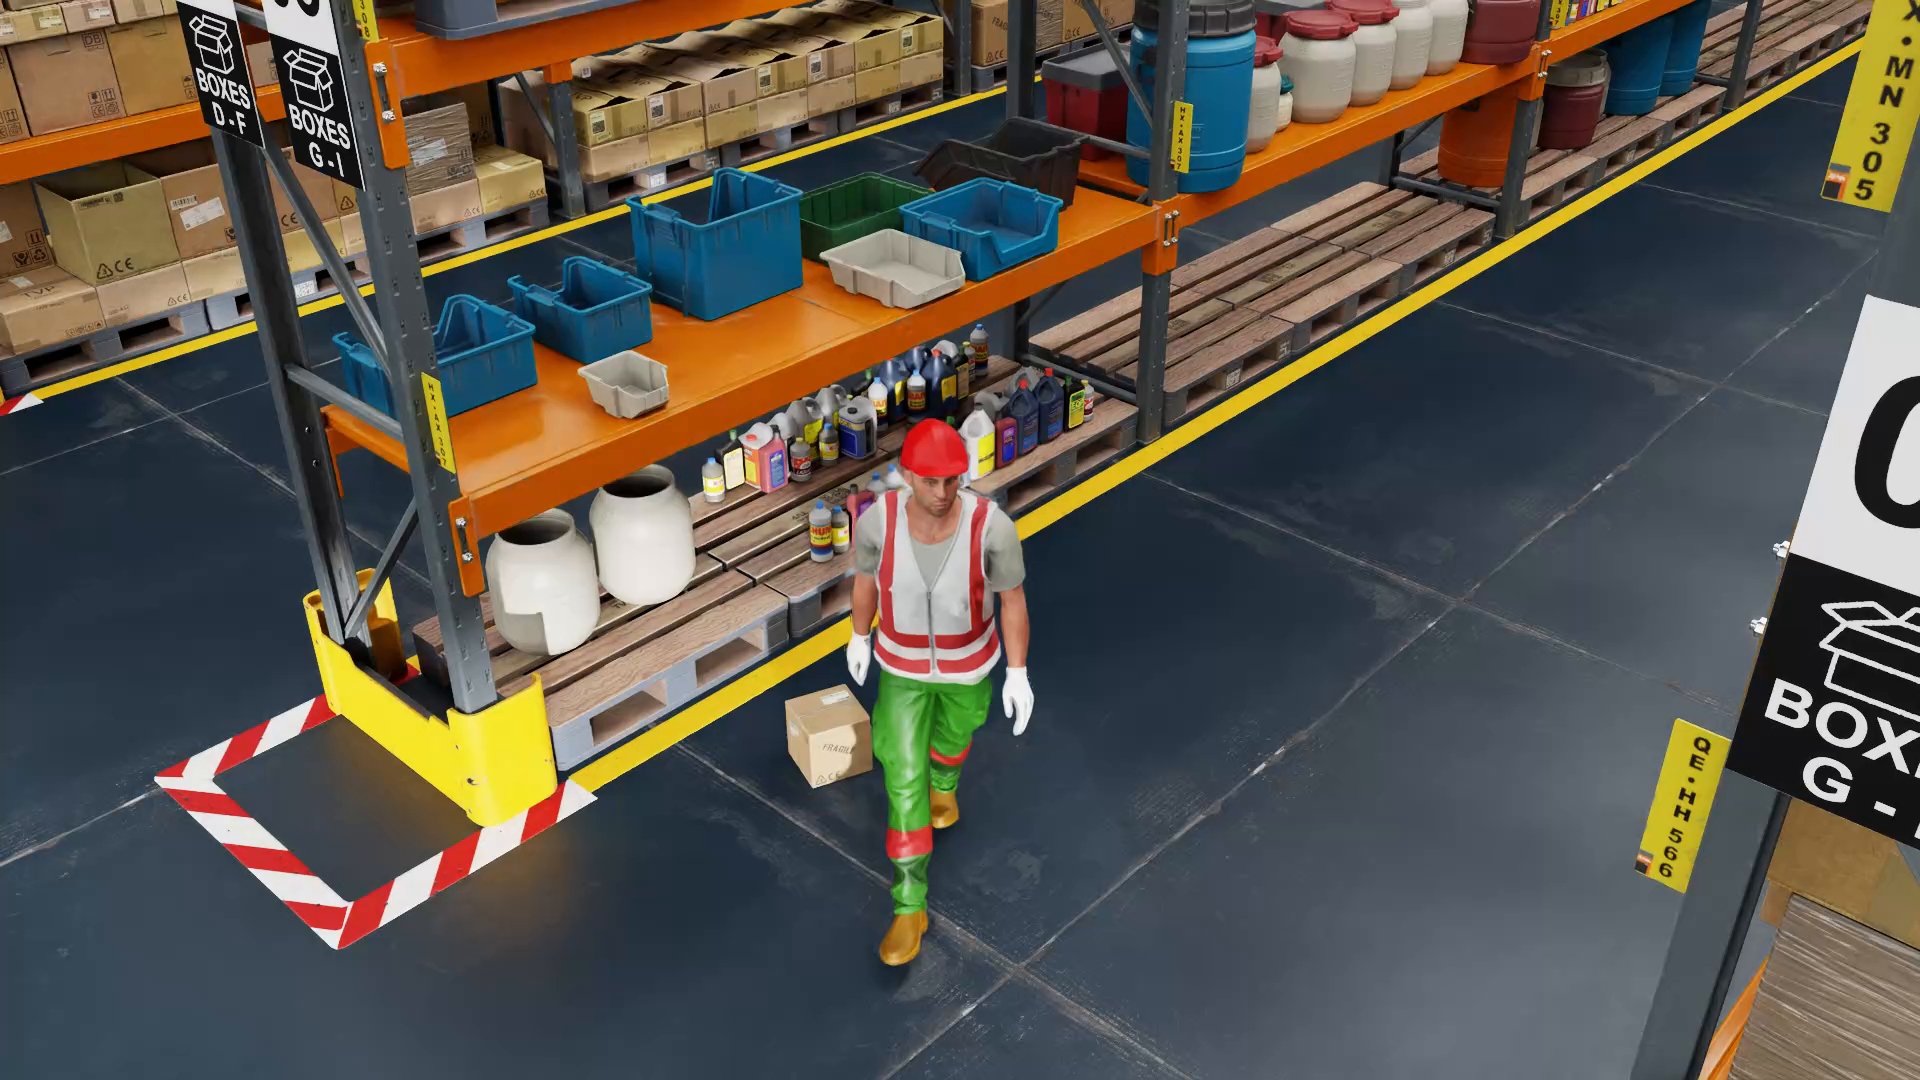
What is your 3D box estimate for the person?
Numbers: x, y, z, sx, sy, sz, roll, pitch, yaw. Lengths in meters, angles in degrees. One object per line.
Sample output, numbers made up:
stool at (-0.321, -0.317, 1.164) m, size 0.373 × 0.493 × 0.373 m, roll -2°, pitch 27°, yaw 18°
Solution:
person at (-0.073, 0.426, 5.371) m, size 0.618 × 1.734 × 1.009 m, roll 0°, pitch 31°, yaw 0°
